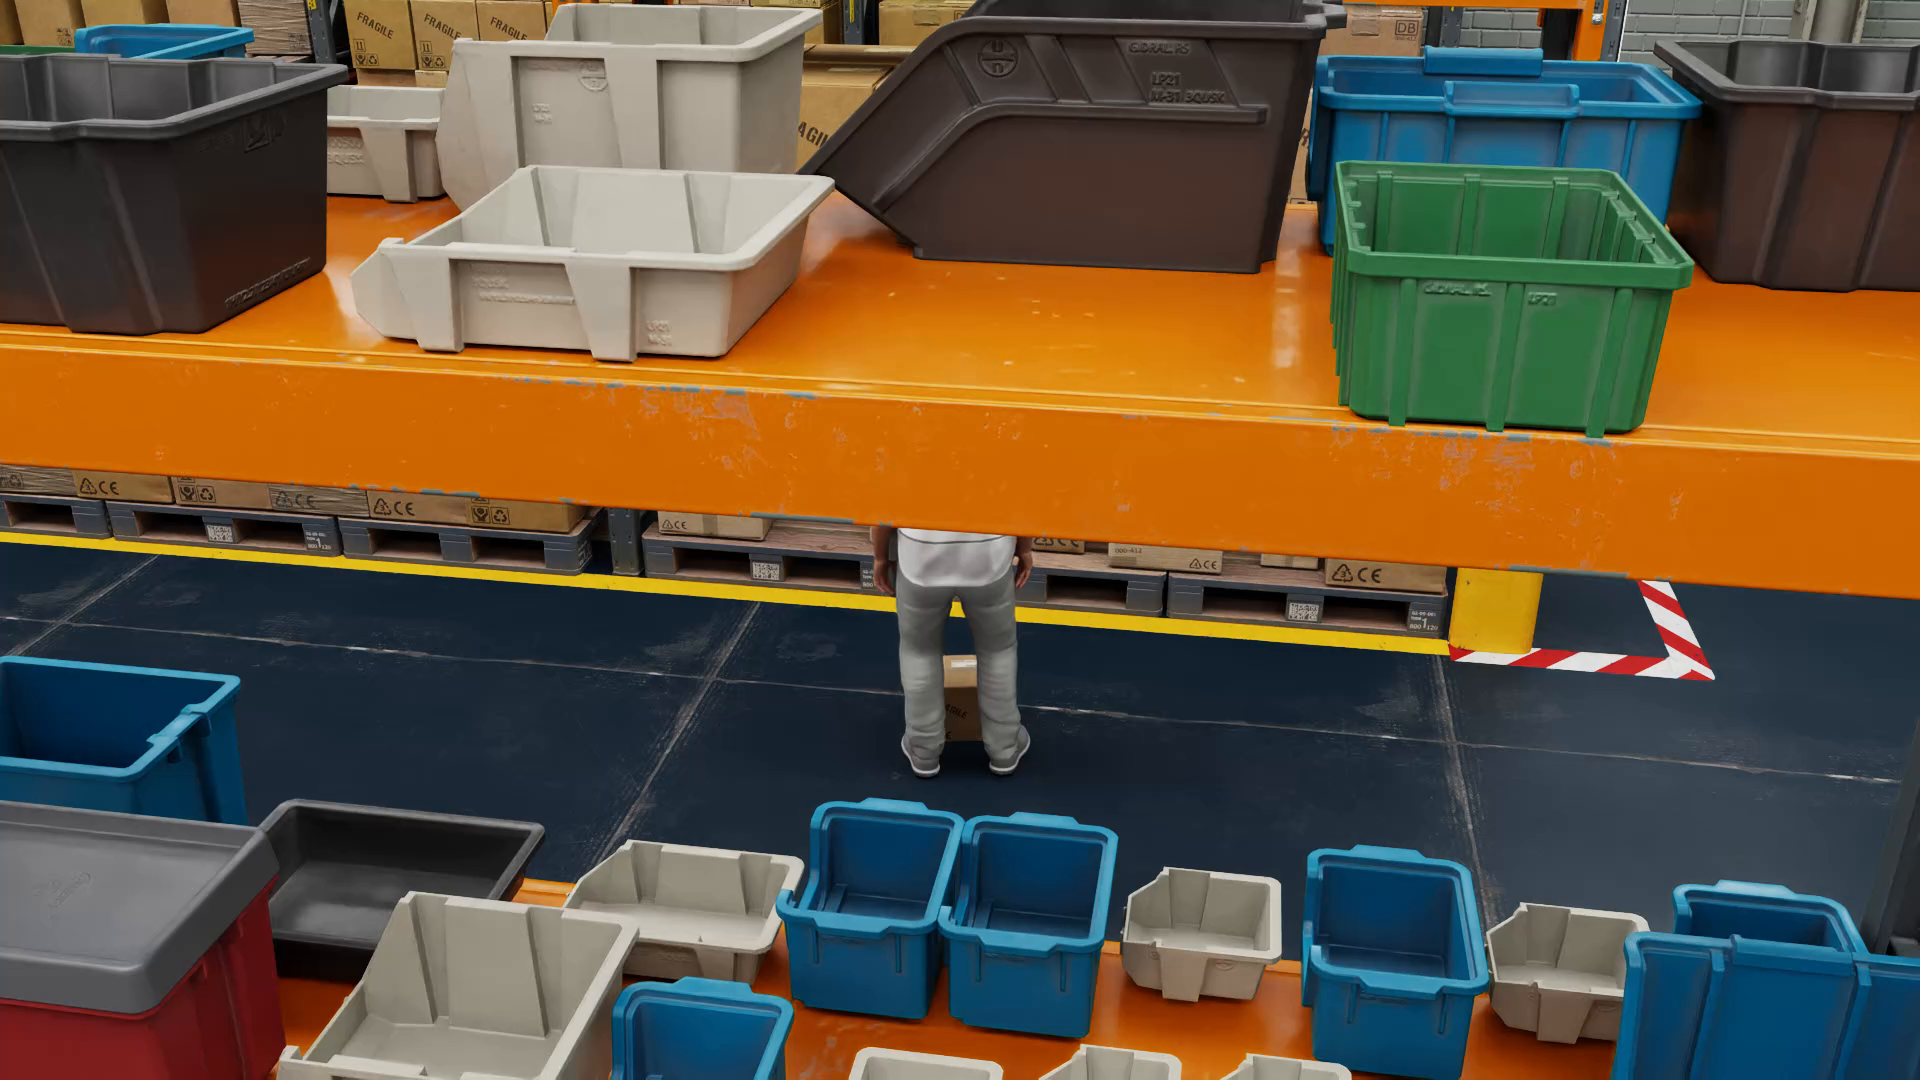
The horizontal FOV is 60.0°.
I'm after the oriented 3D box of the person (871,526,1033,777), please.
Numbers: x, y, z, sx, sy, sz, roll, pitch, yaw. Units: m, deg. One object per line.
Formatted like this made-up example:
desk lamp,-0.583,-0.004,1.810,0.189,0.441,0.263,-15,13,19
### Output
person,-0.019,0.058,5.972,0.600,1.747,0.437,-2,25,-3
